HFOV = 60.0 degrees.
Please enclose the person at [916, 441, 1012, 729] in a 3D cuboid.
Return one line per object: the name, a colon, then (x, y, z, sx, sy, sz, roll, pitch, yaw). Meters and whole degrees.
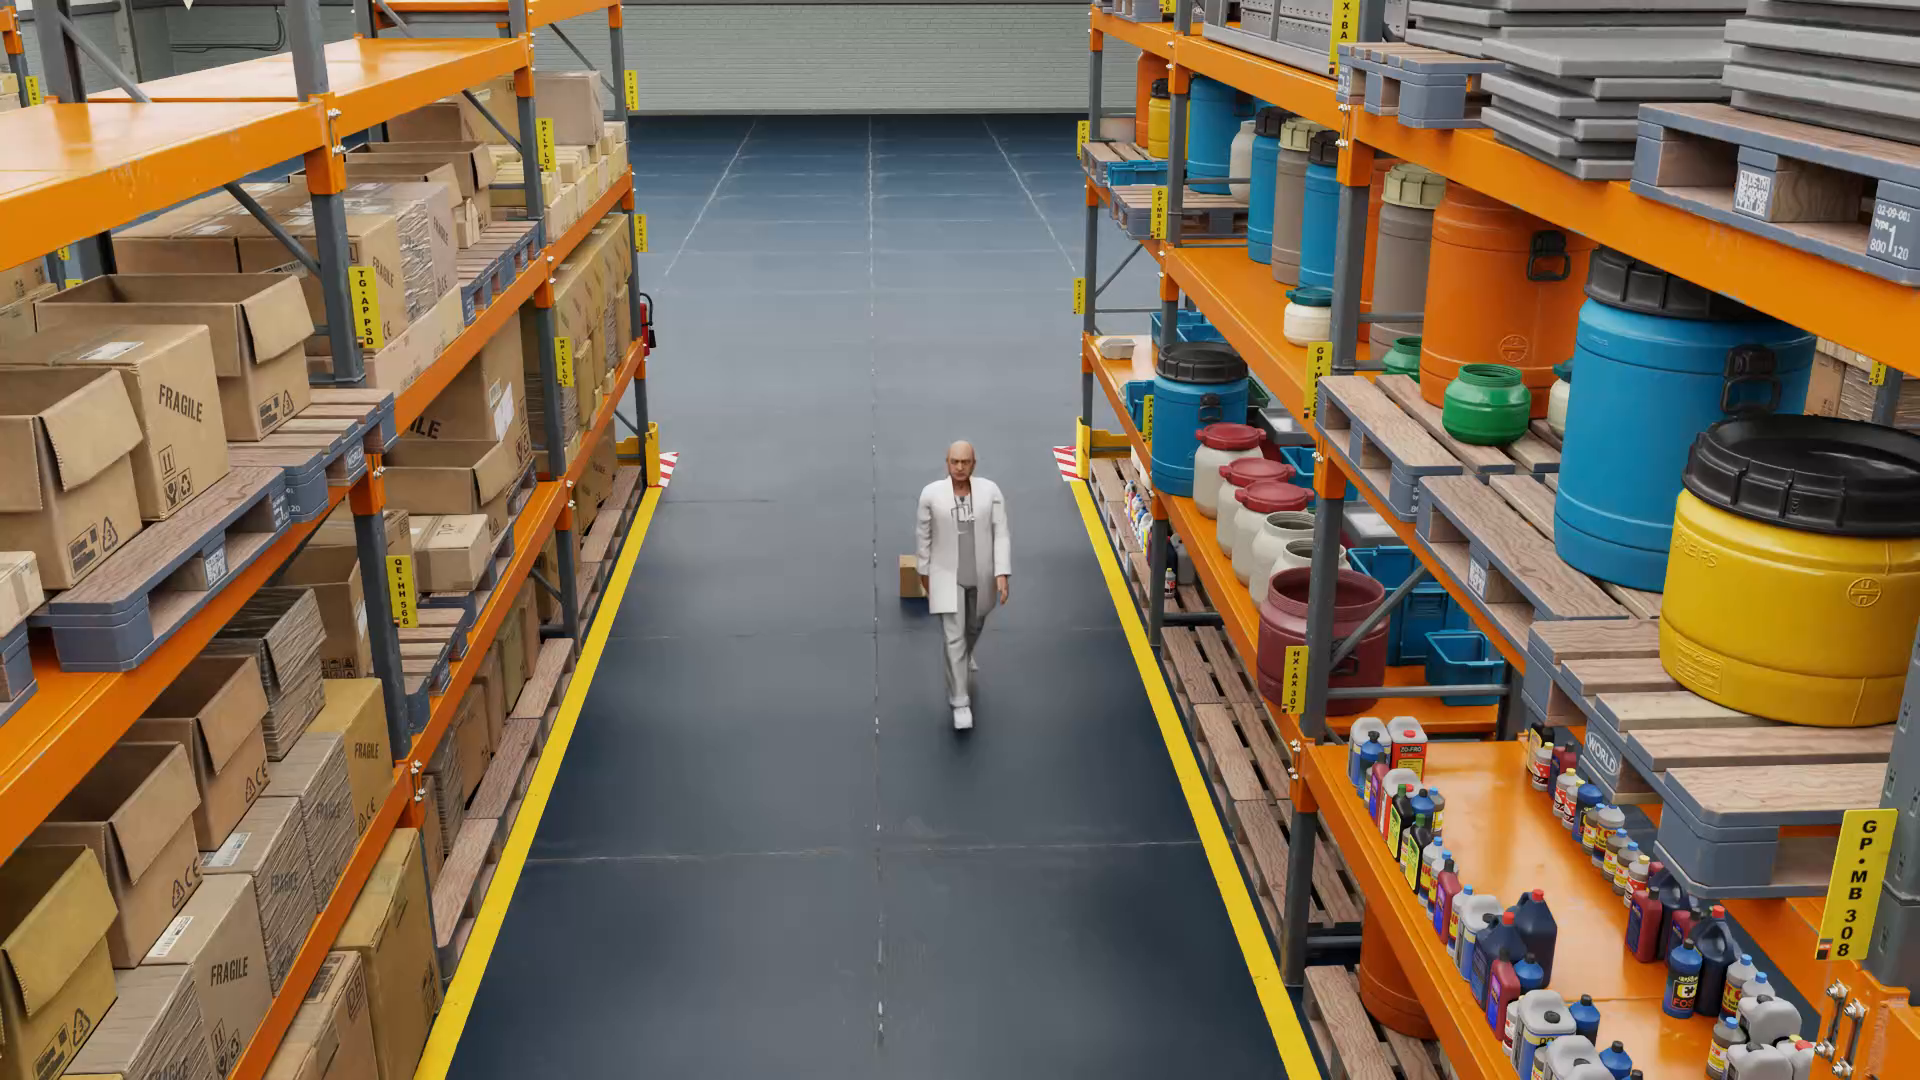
person: (0.027, 0.217, 10.499, 0.569, 1.729, 1.145, -4, 20, -11)
